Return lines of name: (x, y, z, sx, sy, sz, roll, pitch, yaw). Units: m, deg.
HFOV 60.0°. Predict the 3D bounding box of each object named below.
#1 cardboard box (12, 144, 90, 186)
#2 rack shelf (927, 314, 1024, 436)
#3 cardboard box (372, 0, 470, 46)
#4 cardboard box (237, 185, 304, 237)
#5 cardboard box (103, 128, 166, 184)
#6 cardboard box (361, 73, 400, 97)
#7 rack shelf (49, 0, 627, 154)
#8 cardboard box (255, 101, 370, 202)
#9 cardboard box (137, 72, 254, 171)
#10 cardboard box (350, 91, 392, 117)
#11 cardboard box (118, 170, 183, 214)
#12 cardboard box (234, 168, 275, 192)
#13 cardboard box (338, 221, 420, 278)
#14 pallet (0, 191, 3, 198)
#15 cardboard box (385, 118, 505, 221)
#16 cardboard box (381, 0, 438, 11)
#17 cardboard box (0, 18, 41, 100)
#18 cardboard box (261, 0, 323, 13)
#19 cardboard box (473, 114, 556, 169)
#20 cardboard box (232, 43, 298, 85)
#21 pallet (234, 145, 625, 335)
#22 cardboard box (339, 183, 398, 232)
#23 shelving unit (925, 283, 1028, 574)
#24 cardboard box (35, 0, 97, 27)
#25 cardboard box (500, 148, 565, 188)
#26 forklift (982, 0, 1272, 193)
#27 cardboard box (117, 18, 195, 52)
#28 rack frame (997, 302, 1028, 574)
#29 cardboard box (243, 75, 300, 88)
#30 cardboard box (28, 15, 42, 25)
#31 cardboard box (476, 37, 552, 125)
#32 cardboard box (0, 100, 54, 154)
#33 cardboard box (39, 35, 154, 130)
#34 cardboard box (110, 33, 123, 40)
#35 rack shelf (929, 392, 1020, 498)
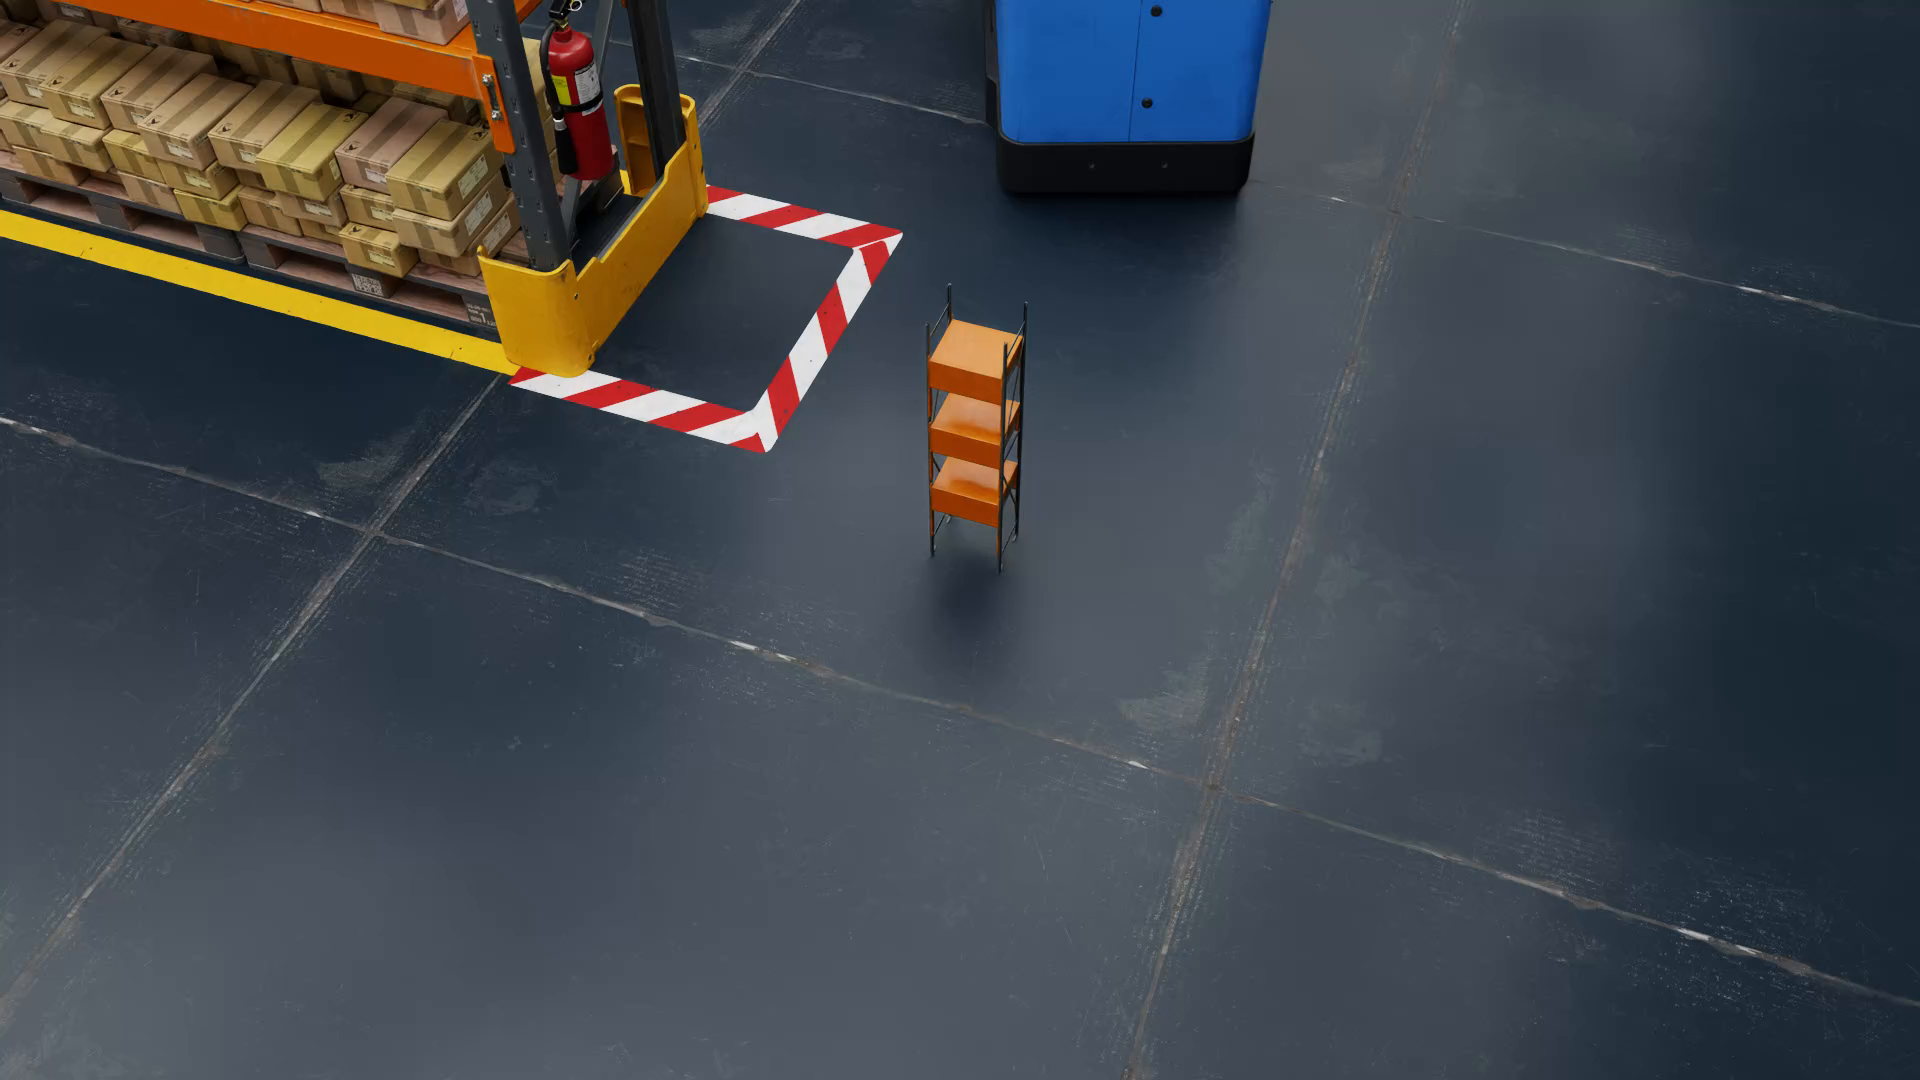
cardboard box: (-3.615, -1.637, 6.792, 0.250, 0.149, 0.380, 14, 51, 12)
rack shelf: (0.050, -0.509, 5.135, 0.240, 0.259, 0.215, 16, 51, 13)
cardboard box: (-1.728, -1.822, 5.511, 0.250, 0.149, 0.380, 16, 51, 13)
cardboard box: (-2.621, -1.394, 6.582, 0.250, 0.149, 0.380, 16, 51, 13)
cardboard box: (-3.131, -1.598, 6.562, 0.250, 0.149, 0.380, 18, 51, 15)
cardboard box: (-2.190, -1.940, 6.661, 0.250, 0.149, 0.380, 15, 51, 13)
rack shelf: (-3.201, -2.308, 6.241, 4.000, 0.370, 1.077, 16, 51, 13)
cardboard box: (-2.412, -1.461, 6.247, 0.250, 0.149, 0.380, 15, 51, 12)
cardboard box: (-2.904, -1.605, 6.371, 0.250, 0.149, 0.380, 17, 51, 14)
cardboard box: (-2.225, -1.753, 6.696, 0.250, 0.149, 0.380, 16, 51, 14)
cardboard box: (-3.131, -1.503, 6.676, 0.250, 0.149, 0.380, 17, 51, 14)
cardboard box: (-2.623, -1.535, 6.507, 0.250, 0.149, 0.380, 15, 51, 13)
cardboard box: (-2.167, -1.209, 6.421, 0.250, 0.149, 0.380, 17, 51, 14)
pallet: (-4.434, -2.003, 7.346, 1.213, 0.211, 1.003, 16, 51, 13)
cardboard box: (-1.909, -1.377, 6.174, 0.250, 0.149, 0.380, 16, 51, 14)
cardboard box: (-1.835, -2.085, 5.309, 0.500, 0.500, 0.500, 17, 51, 14)
cardboard box: (-3.870, -1.906, 6.632, 0.250, 0.149, 0.380, 17, 51, 14)
cardboard box: (-2.189, -1.969, 5.638, 0.250, 0.149, 0.380, 15, 51, 13)
cardboard box: (-1.727, -1.640, 6.598, 0.250, 0.149, 0.380, 18, 51, 15)
cardboard box: (-2.709, -2.025, 6.735, 0.250, 0.149, 0.380, 17, 51, 15)
pallet: (-2.146, -1.364, 6.792, 1.213, 0.211, 1.003, 16, 51, 13)
cardboard box: (-2.145, -1.363, 6.358, 0.250, 0.149, 0.380, 15, 51, 12)
shelving unit: (0.050, -0.330, 5.341, 0.252, 1.050, 0.215, 16, 51, 13)
cardboard box: (-3.661, -2.329, 6.999, 0.250, 0.149, 0.380, 13, 50, 11)
cardboard box: (-1.705, -1.587, 6.749, 0.250, 0.149, 0.380, 17, 51, 14)
forklift: (0.664, -3.502, 6.845, 1.130, 2.935, 3.031, -1, 49, 0)
cardboard box: (-3.209, -2.125, 6.821, 0.250, 0.149, 0.380, 16, 51, 13)
rack frame: (0.165, -0.298, 5.313, 0.008, 1.050, 0.200, 16, 51, 13)
cardboard box: (-2.709, -1.899, 6.823, 0.250, 0.149, 0.380, 13, 50, 11)
cardboard box: (-3.954, -2.256, 7.132, 0.250, 0.149, 0.380, 16, 51, 13)
cardboard box: (-1.698, -1.796, 6.537, 0.250, 0.149, 0.380, 14, 50, 11)
cardboard box: (-3.621, -1.733, 6.679, 0.250, 0.149, 0.380, 15, 51, 13)
cardboard box: (-3.368, -1.801, 6.541, 0.250, 0.149, 0.380, 16, 51, 13)
cardboard box: (-3.464, -2.119, 7.013, 0.250, 0.149, 0.380, 13, 50, 11)
rack shelf: (0.050, -0.323, 5.349, 0.240, 0.259, 0.215, 16, 51, 13)
